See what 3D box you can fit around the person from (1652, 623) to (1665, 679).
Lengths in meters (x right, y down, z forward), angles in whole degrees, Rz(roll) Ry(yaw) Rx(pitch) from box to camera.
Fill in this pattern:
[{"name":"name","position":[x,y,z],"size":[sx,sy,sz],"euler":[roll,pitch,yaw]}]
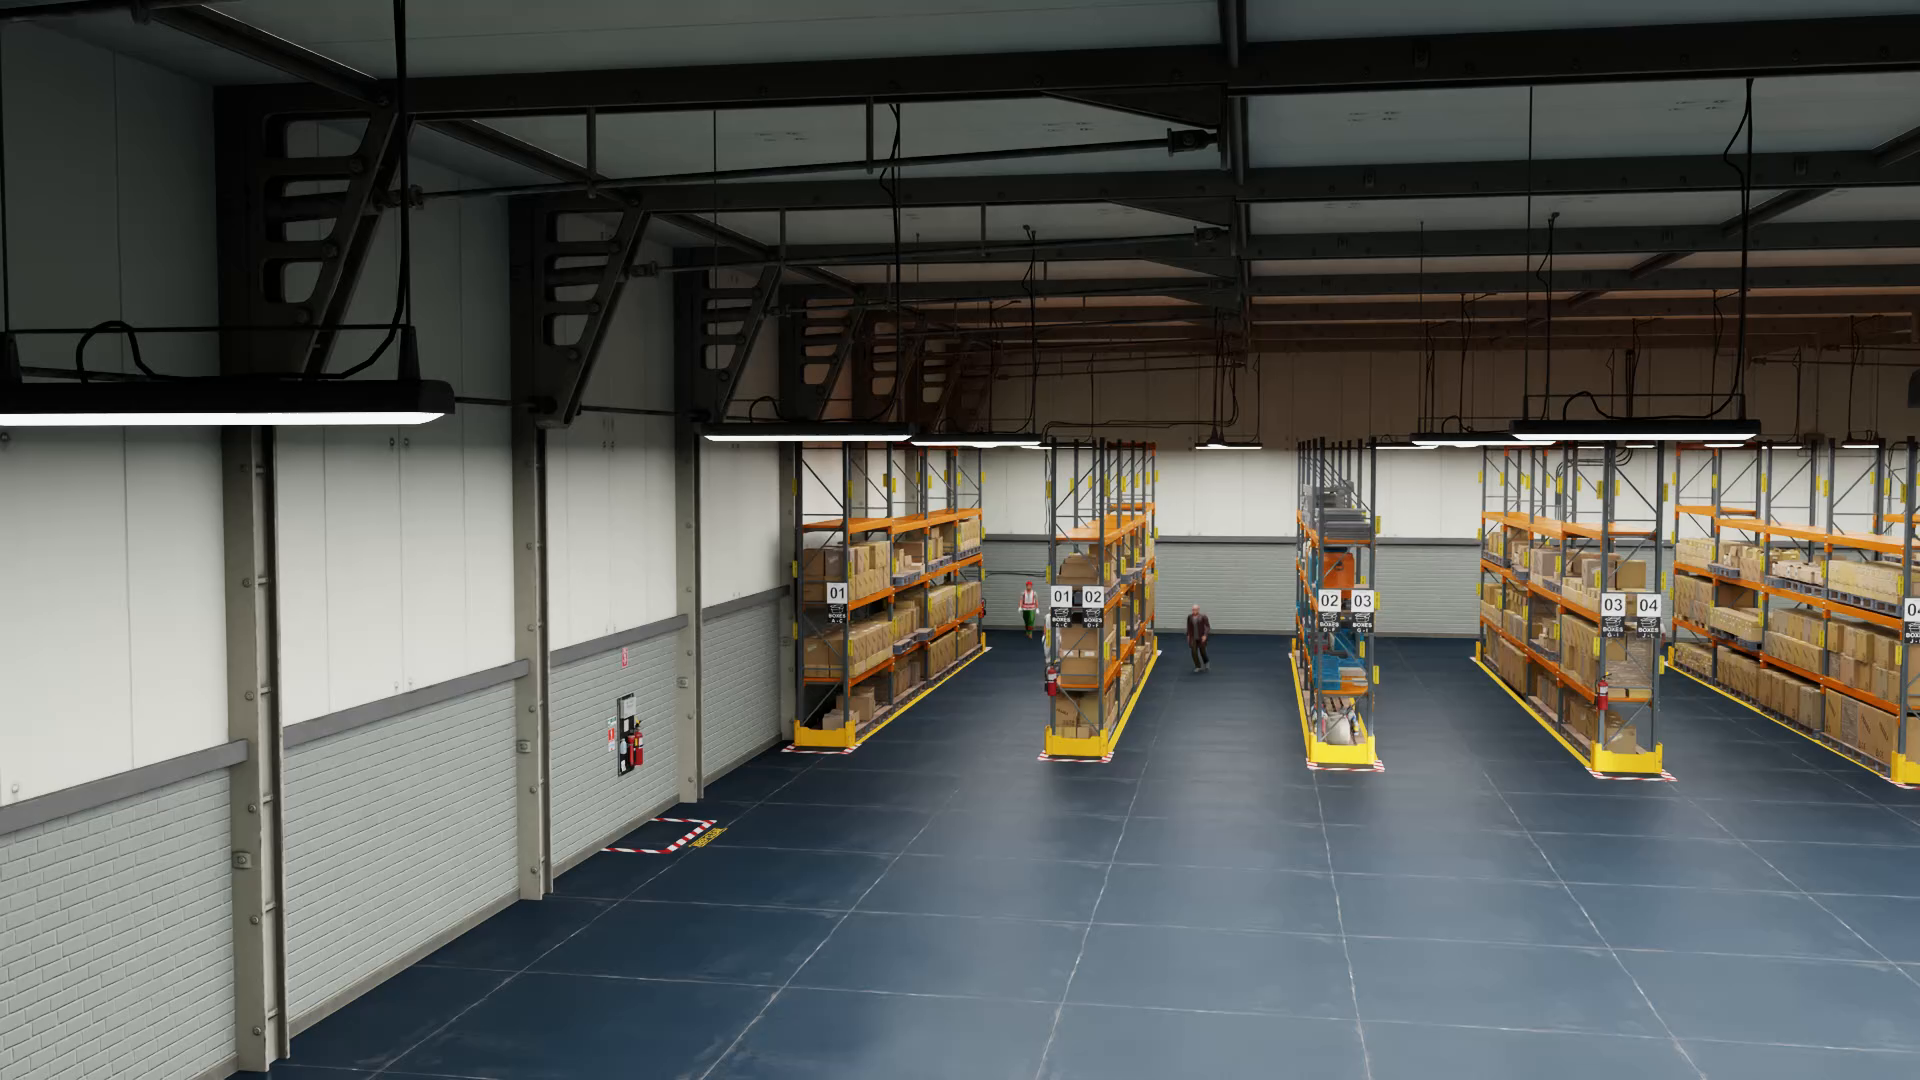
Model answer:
[{"name":"person","position":[17.415,2.642,41.885],"size":[0.636,1.740,0.678],"euler":[1,3,23]}]

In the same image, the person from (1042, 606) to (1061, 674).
[{"name":"person","position":[2.397,2.563,43.107],"size":[0.623,1.824,0.596],"euler":[1,3,25]}]

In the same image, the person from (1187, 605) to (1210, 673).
[{"name":"person","position":[6.247,2.555,43.452],"size":[0.641,1.756,0.750],"euler":[1,3,24]}]

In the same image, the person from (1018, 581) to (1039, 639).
[{"name":"person","position":[2.114,2.139,51.153],"size":[0.628,1.730,1.098],"euler":[0,3,7]}]
